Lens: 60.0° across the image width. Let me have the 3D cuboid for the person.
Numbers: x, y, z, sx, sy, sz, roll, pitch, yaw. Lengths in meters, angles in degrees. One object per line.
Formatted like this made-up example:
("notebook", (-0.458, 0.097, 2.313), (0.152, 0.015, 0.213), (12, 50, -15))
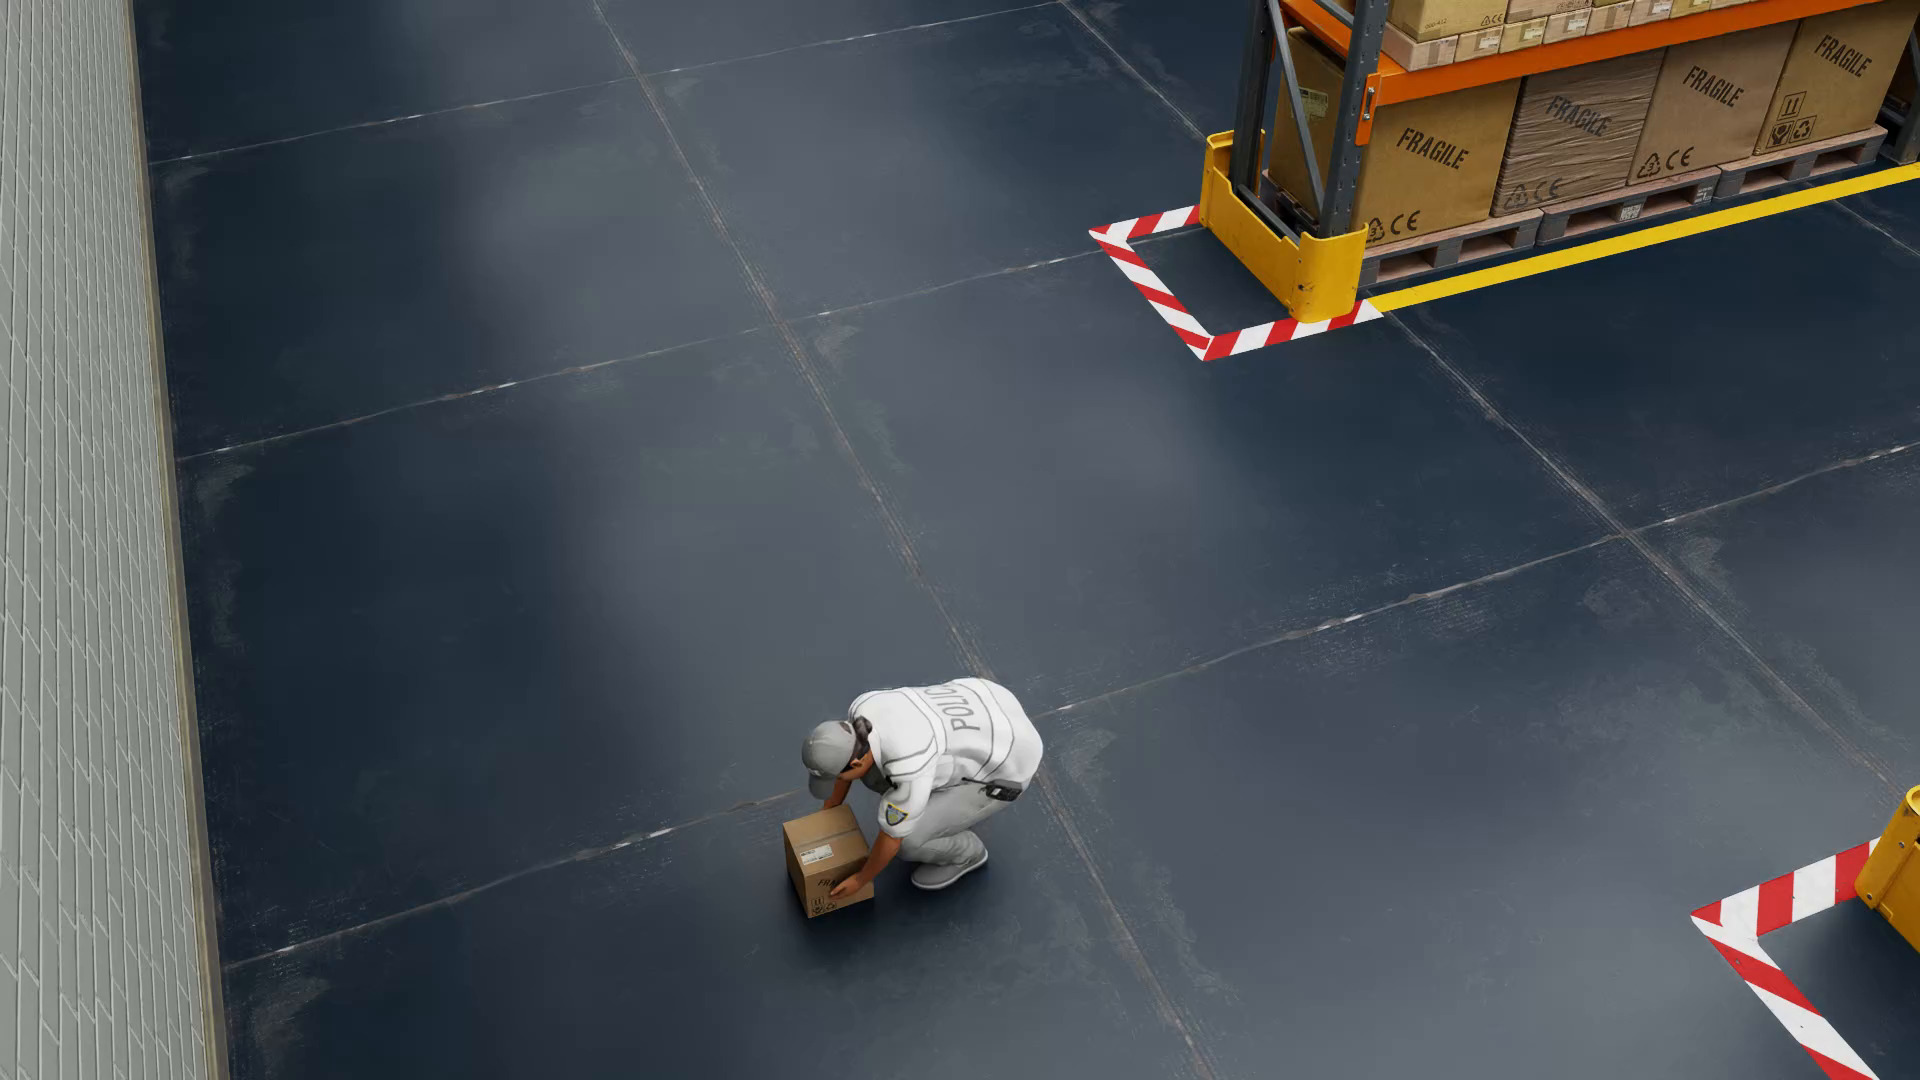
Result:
("person", (-0.139, 0.828, 5.836), (0.861, 0.875, 0.525), (-16, 44, -17))
